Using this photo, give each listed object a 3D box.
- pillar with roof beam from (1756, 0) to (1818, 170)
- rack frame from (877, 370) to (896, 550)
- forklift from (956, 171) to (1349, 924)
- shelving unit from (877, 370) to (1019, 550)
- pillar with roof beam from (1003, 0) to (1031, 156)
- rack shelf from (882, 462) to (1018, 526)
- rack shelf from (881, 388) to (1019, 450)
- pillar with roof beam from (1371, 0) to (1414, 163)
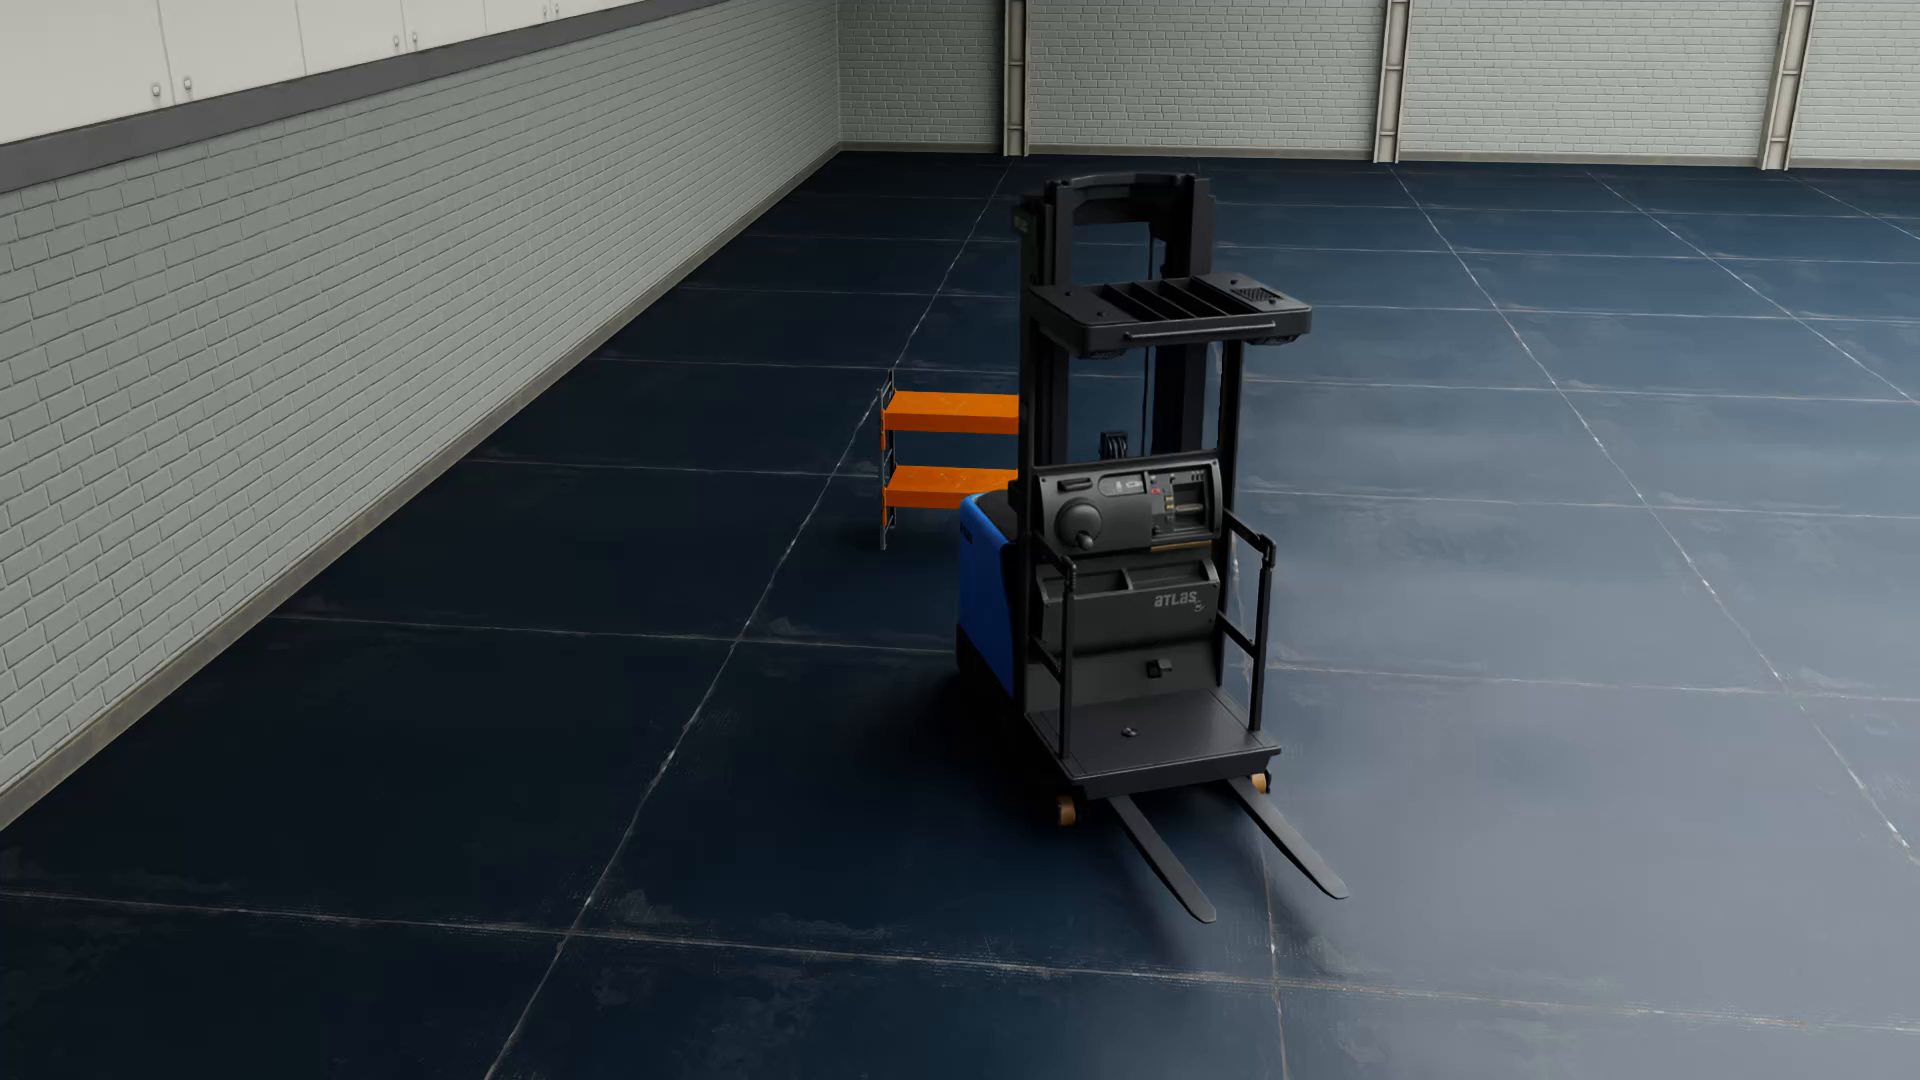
[{"bbox_3d":[12.341,-8.499,20.697,0.400,9.000,9.100,2,22,6],"label":"pillar with roof beam"},{"bbox_3d":[-0.498,-0.545,11.288,0.032,1.125,0.500,2,22,6],"label":"rack frame"},{"bbox_3d":[0.890,-0.148,7.828,1.130,2.935,3.031,-6,22,-15],"label":"forklift"},{"bbox_3d":[0.007,-0.523,11.232,1.048,1.125,0.538,2,22,6],"label":"shelving unit"},{"bbox_3d":[0.425,-9.018,22.010,0.400,9.000,9.100,2,22,6],"label":"pillar with roof beam"},{"bbox_3d":[0.007,-0.295,11.322,1.000,0.278,0.538,2,22,6],"label":"rack shelf"},{"bbox_3d":[0.007,-0.795,11.125,1.000,0.278,0.538,2,22,6],"label":"rack shelf"},{"bbox_3d":[6.383,-8.758,21.354,0.400,9.000,9.100,2,22,6],"label":"pillar with roof beam"}]
